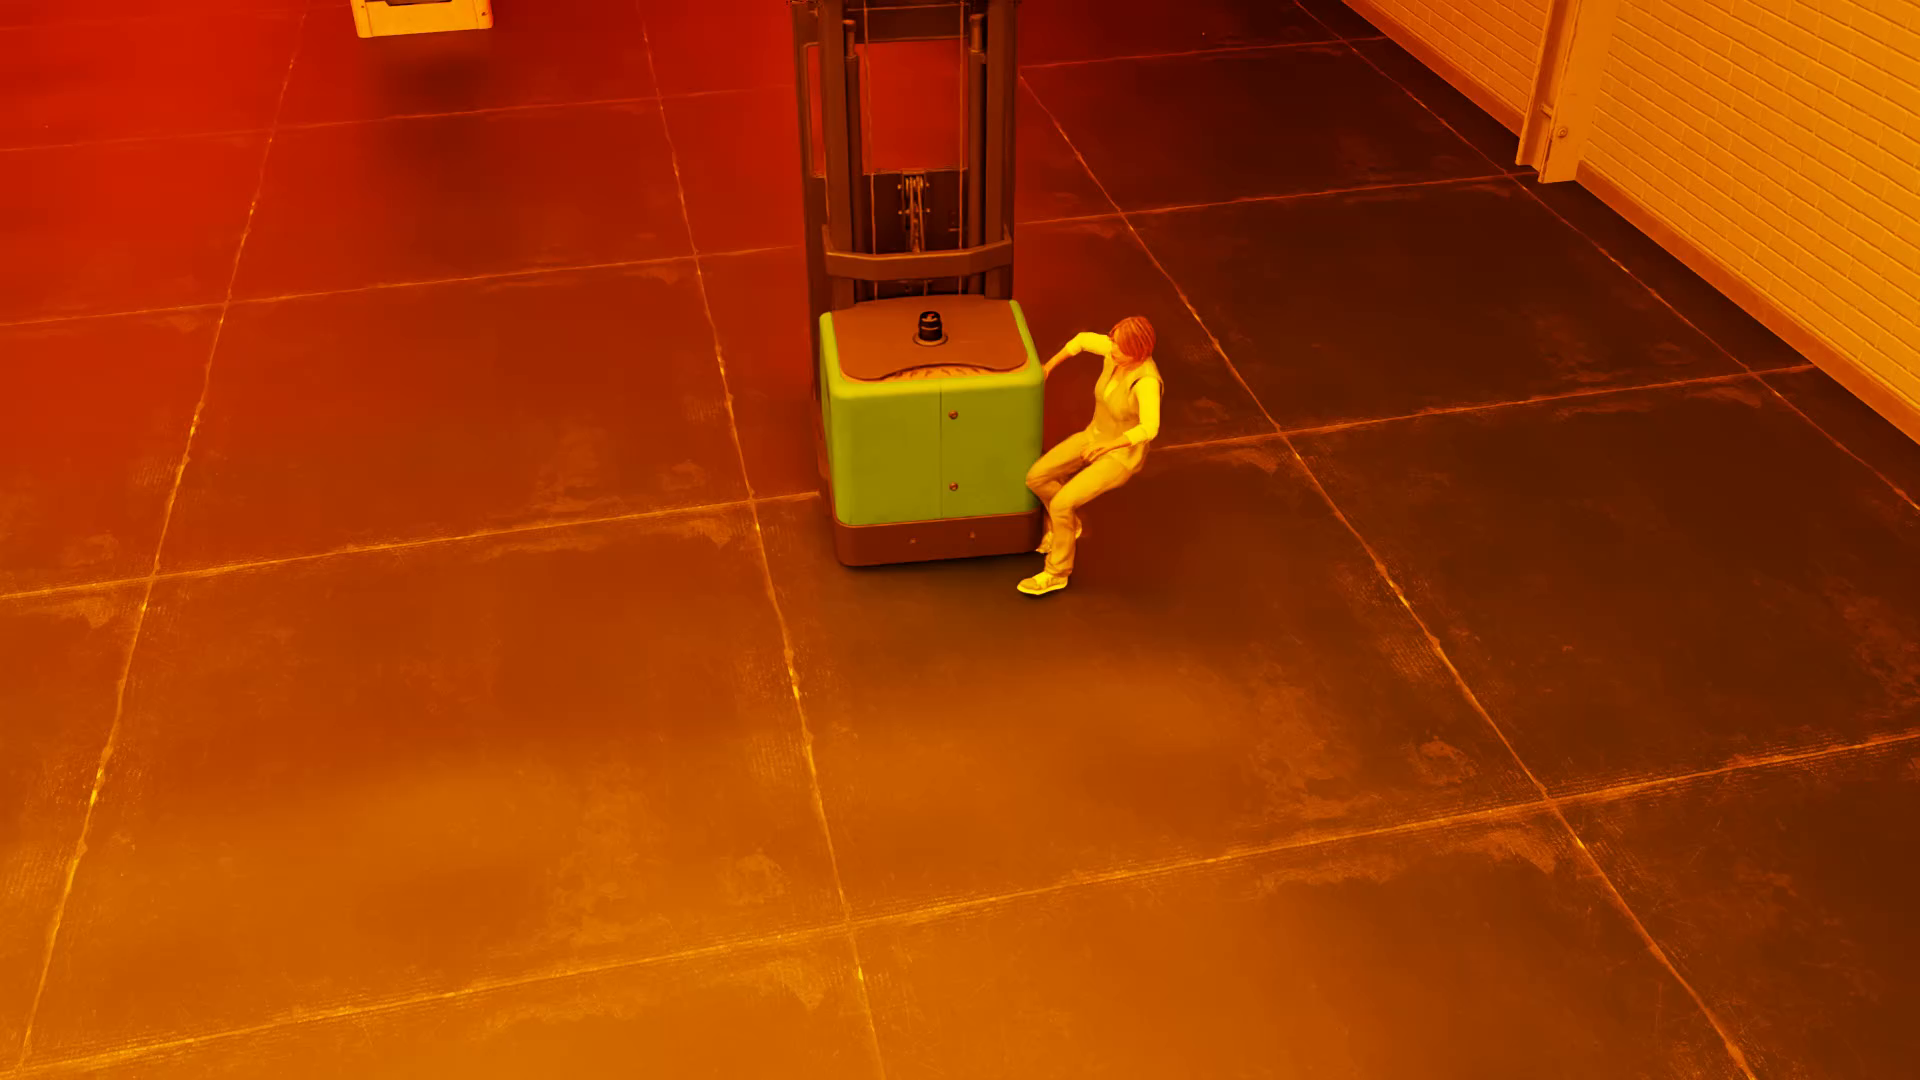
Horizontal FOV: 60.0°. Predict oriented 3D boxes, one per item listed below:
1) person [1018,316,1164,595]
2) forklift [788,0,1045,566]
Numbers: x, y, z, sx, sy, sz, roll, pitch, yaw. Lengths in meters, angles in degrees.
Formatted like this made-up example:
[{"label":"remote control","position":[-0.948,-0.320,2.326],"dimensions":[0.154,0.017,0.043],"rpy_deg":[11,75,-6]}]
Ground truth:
[{"label":"person","position":[0.566,-0.433,7.976],"dimensions":[0.754,1.365,0.906],"rpy_deg":[-22,41,-27]},{"label":"forklift","position":[-0.298,-1.910,8.705],"dimensions":[1.130,2.935,3.031],"rpy_deg":[-5,36,-6]}]
